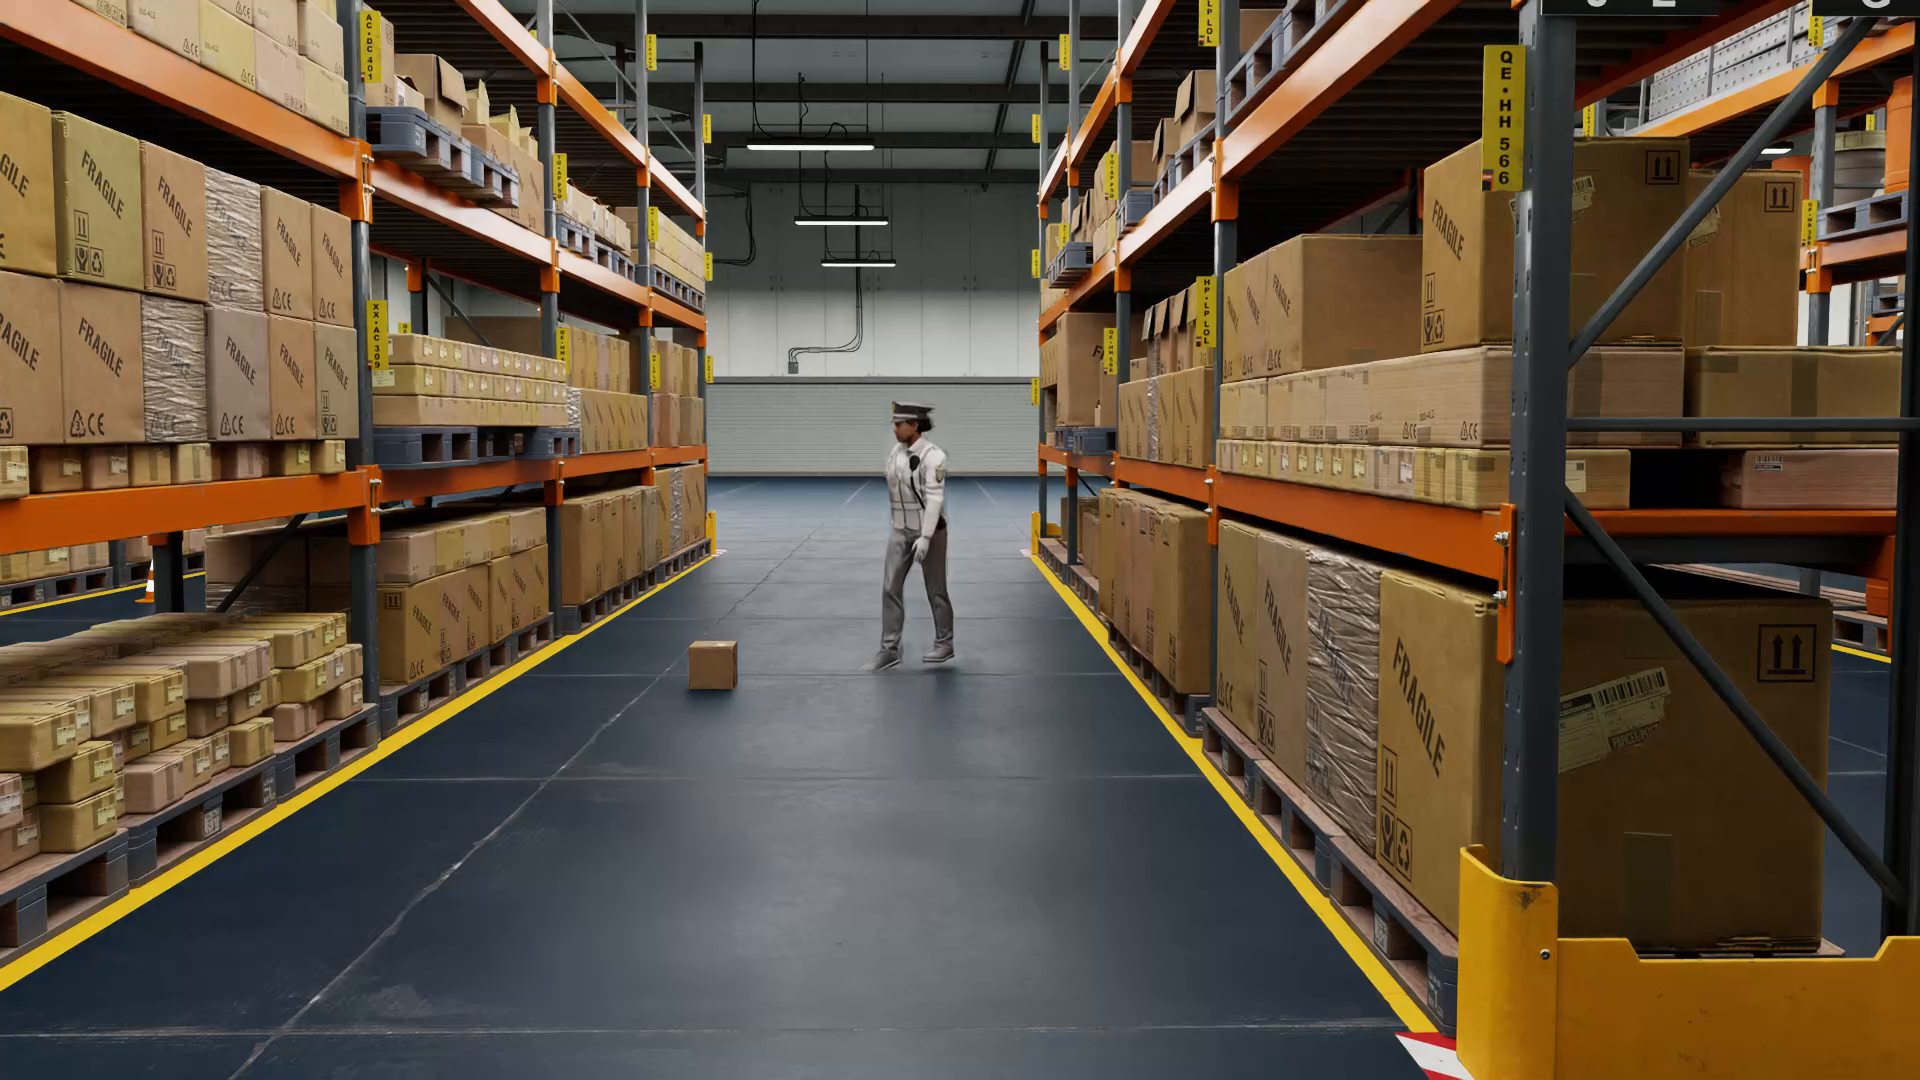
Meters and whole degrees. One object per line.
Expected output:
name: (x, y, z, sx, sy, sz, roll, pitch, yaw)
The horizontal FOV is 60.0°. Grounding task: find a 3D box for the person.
person: (-0.272, -0.012, 10.339, 0.491, 1.696, 0.643, 3, 5, 36)
